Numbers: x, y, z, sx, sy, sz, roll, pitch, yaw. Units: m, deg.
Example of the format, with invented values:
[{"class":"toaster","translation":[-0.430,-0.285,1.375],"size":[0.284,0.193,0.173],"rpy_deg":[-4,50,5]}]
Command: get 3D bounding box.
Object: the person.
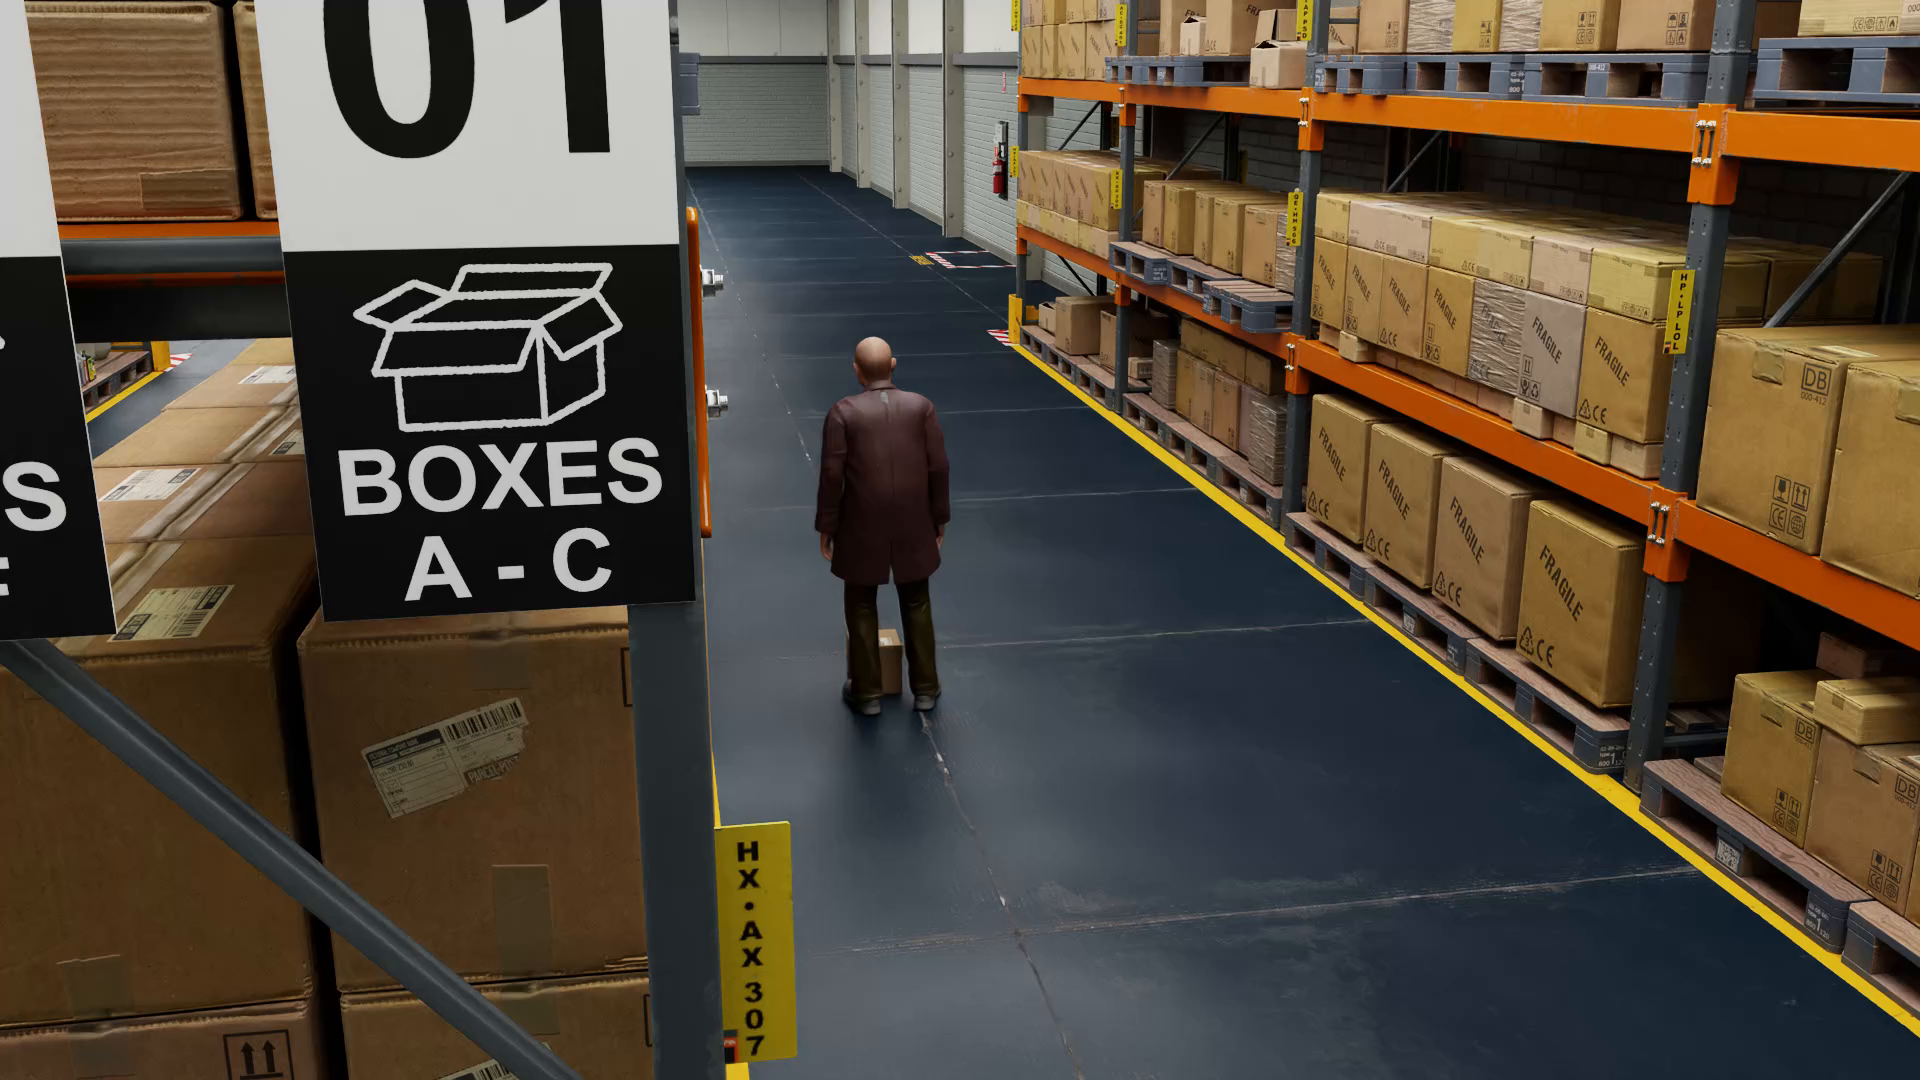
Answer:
[{"class":"person","translation":[-0.361,-0.062,7.777],"size":[0.648,1.772,0.433],"rpy_deg":[-4,17,-14]}]
